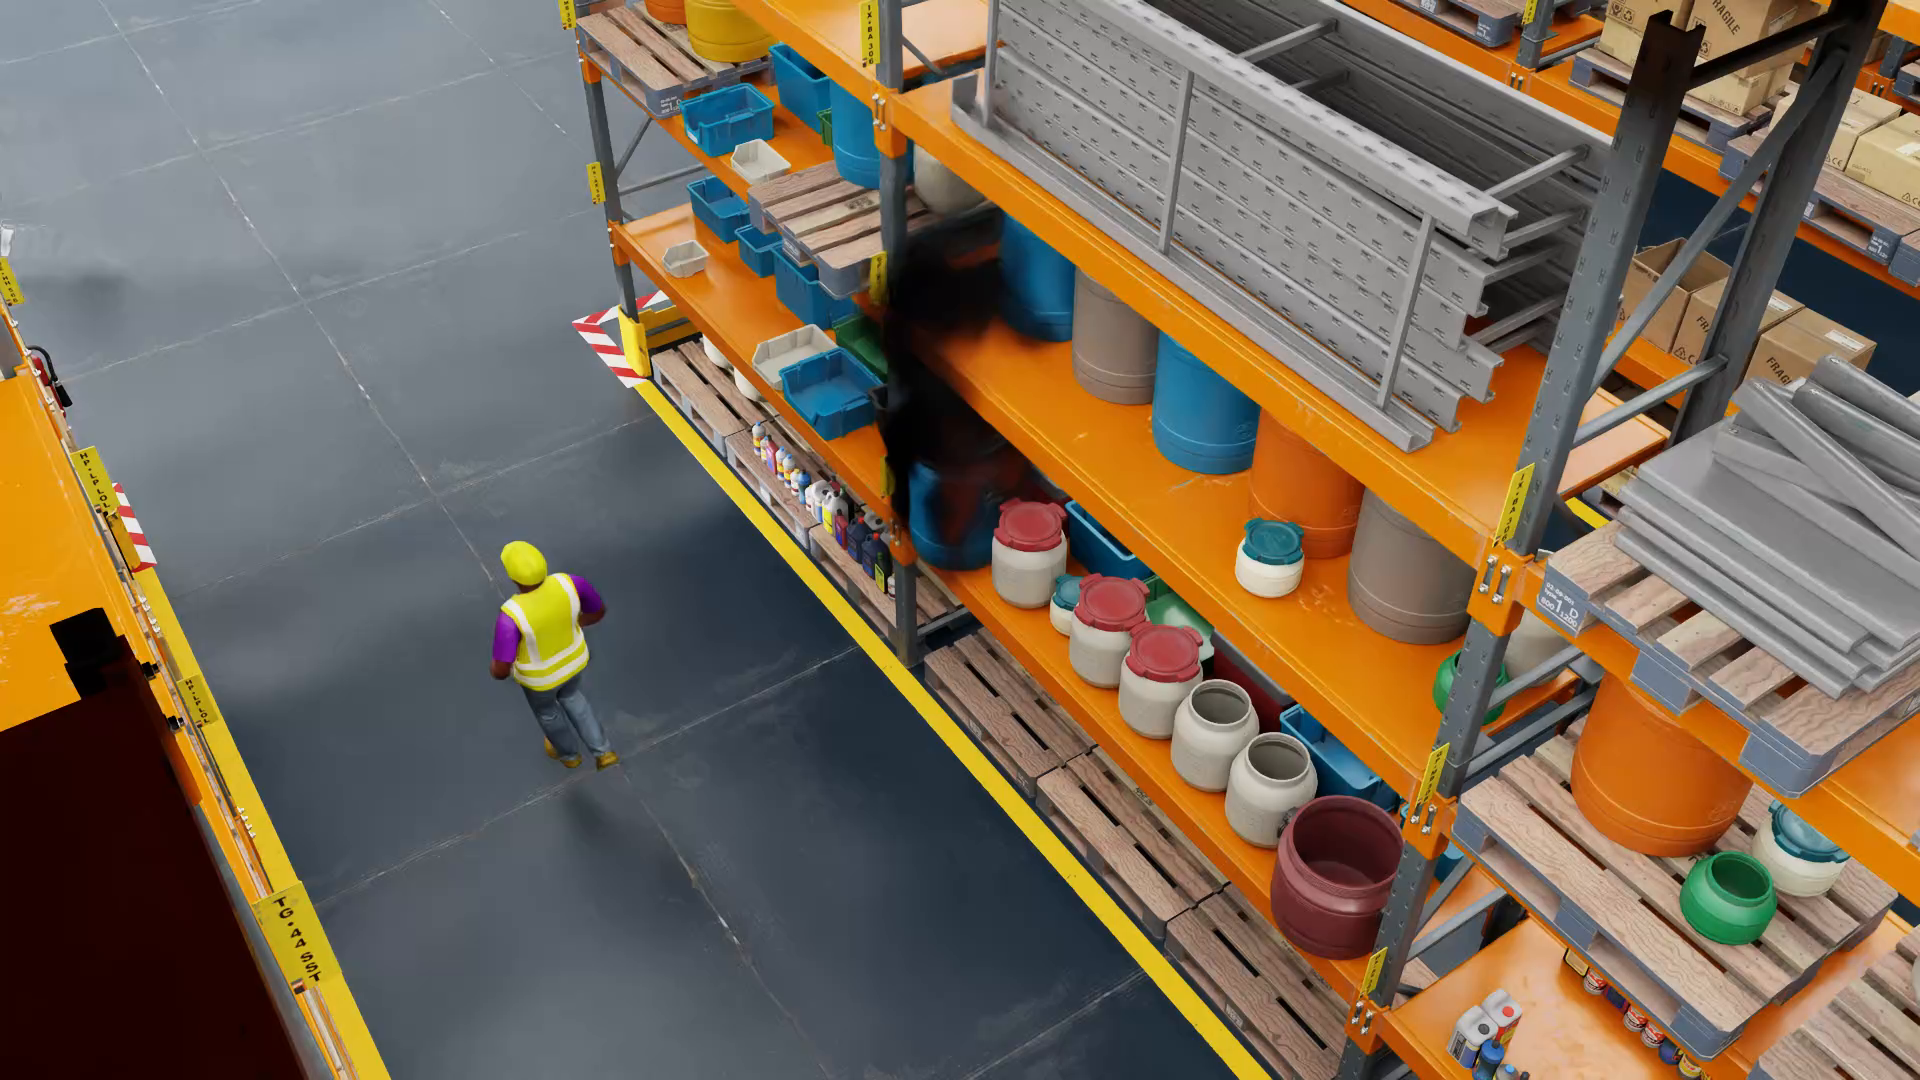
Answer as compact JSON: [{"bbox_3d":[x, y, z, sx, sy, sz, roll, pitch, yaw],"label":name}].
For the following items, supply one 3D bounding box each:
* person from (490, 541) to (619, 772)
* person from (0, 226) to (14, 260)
[{"bbox_3d":[-2.277,0.713,9.284,0.598,1.754,0.724,34,52,31],"label":"person"},{"bbox_3d":[-8.243,-2.811,13.622,0.569,1.621,0.564,-7,43,-7],"label":"person"}]
